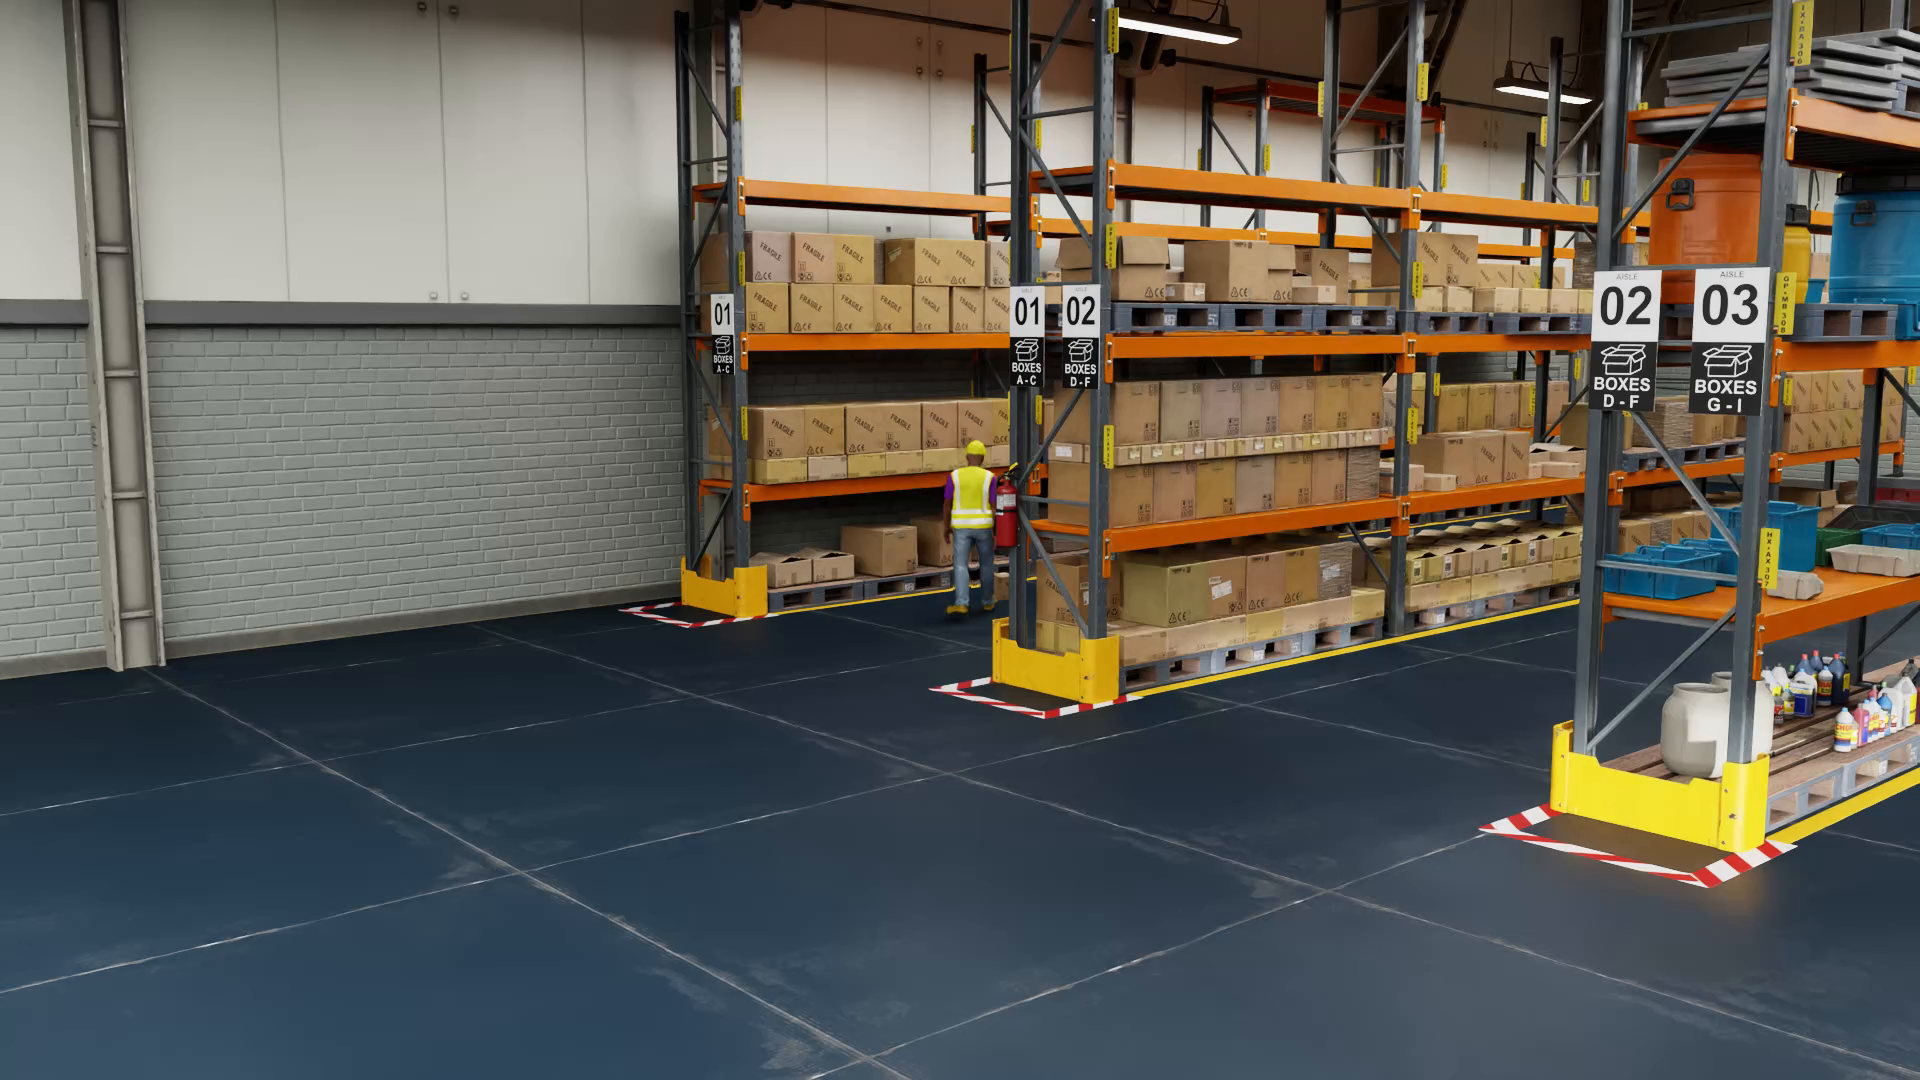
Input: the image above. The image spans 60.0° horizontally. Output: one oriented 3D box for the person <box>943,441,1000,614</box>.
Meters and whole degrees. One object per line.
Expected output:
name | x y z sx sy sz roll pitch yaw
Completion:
person | 0.120 -0.120 16.677 0.585 1.746 0.923 0 7 1
